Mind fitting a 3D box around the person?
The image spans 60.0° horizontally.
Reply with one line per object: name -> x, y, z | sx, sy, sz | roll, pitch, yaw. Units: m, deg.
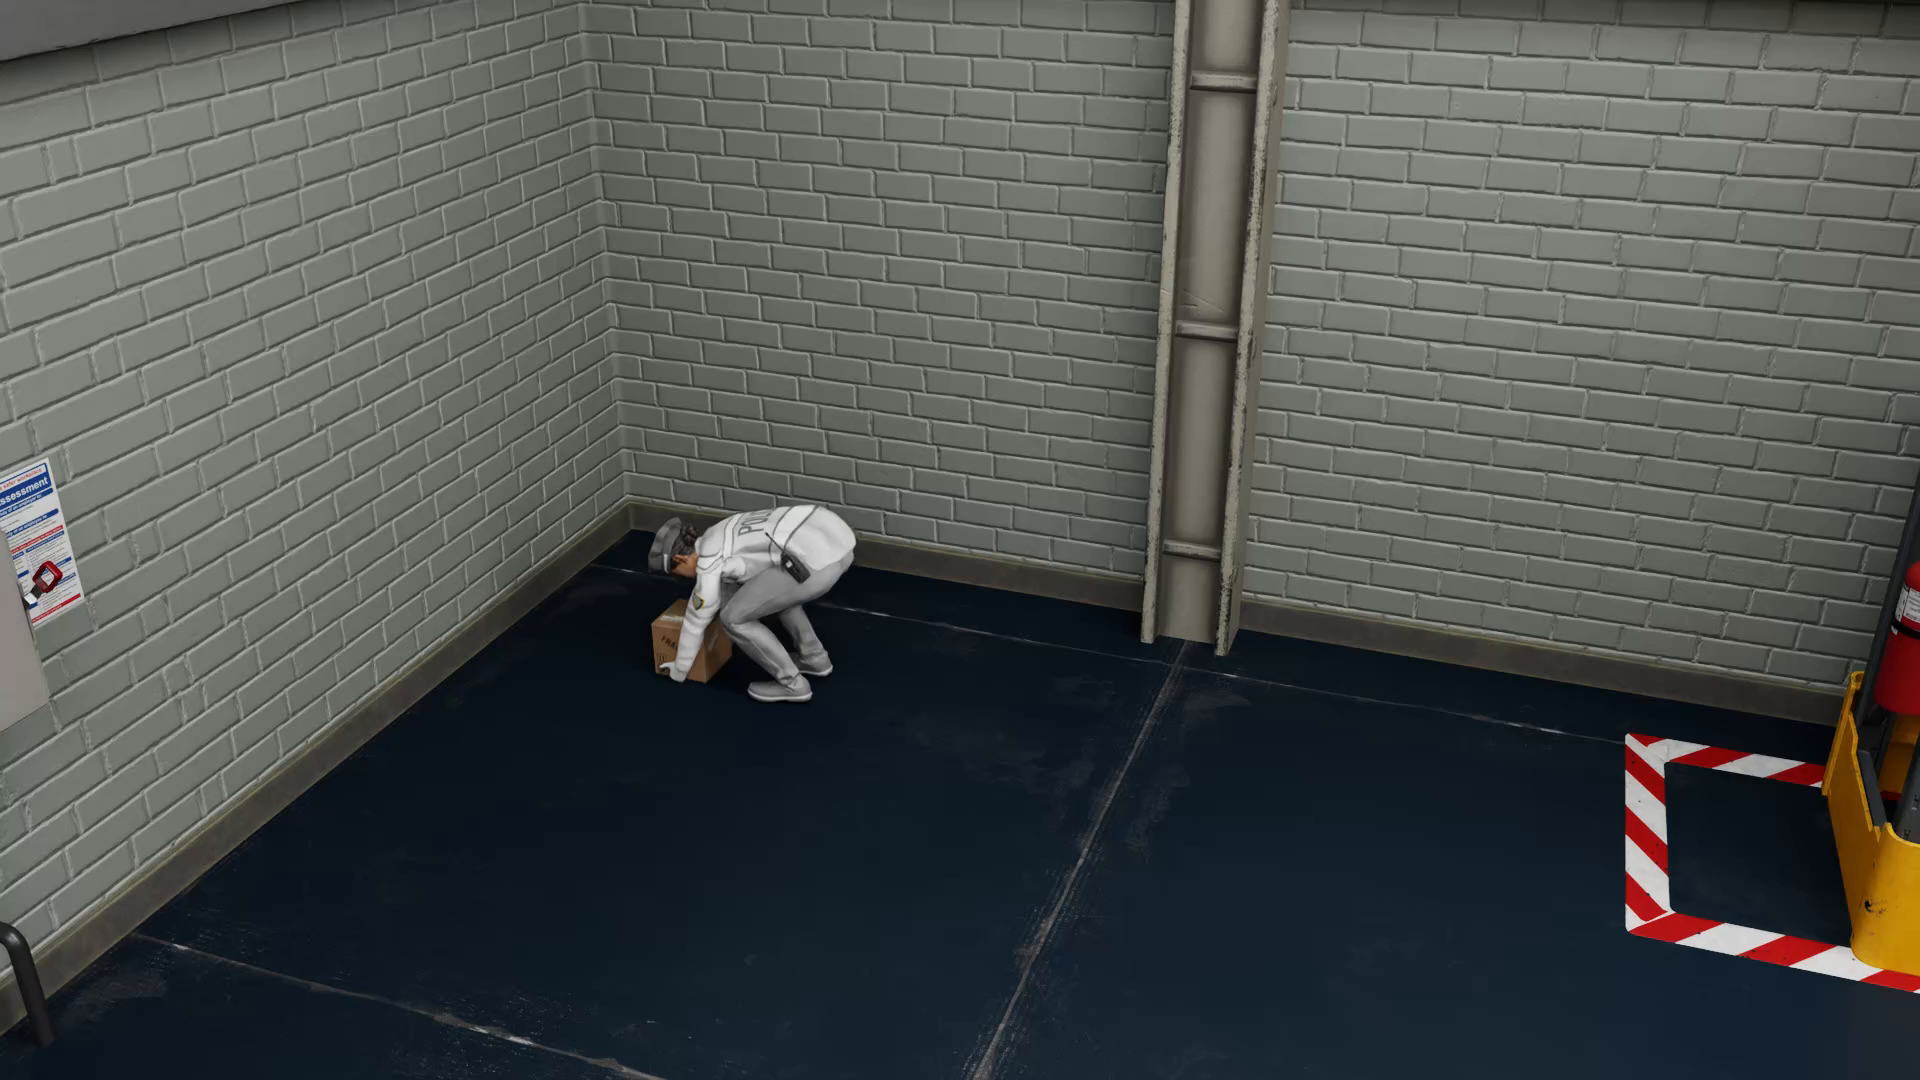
person -> -0.884, 0.245, 7.092 | 0.894, 0.833, 0.468 | 8, 27, 15
